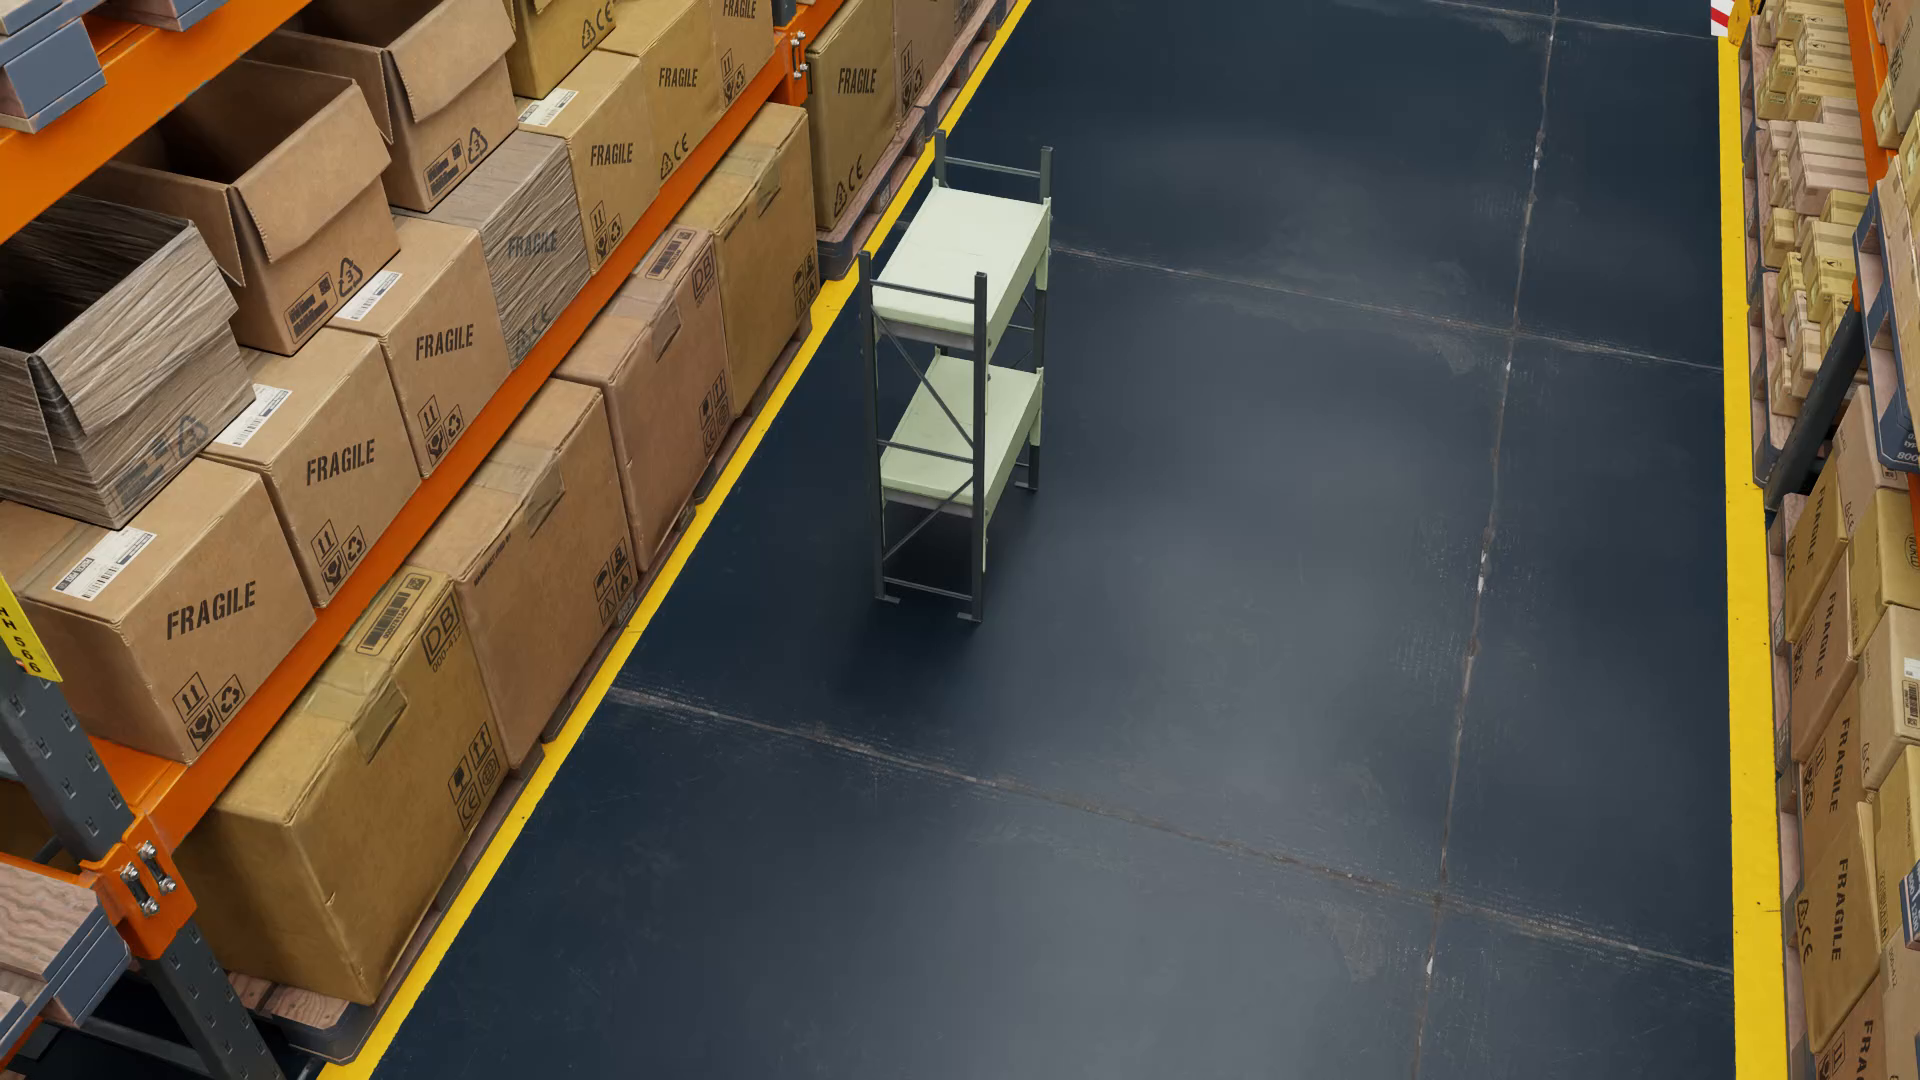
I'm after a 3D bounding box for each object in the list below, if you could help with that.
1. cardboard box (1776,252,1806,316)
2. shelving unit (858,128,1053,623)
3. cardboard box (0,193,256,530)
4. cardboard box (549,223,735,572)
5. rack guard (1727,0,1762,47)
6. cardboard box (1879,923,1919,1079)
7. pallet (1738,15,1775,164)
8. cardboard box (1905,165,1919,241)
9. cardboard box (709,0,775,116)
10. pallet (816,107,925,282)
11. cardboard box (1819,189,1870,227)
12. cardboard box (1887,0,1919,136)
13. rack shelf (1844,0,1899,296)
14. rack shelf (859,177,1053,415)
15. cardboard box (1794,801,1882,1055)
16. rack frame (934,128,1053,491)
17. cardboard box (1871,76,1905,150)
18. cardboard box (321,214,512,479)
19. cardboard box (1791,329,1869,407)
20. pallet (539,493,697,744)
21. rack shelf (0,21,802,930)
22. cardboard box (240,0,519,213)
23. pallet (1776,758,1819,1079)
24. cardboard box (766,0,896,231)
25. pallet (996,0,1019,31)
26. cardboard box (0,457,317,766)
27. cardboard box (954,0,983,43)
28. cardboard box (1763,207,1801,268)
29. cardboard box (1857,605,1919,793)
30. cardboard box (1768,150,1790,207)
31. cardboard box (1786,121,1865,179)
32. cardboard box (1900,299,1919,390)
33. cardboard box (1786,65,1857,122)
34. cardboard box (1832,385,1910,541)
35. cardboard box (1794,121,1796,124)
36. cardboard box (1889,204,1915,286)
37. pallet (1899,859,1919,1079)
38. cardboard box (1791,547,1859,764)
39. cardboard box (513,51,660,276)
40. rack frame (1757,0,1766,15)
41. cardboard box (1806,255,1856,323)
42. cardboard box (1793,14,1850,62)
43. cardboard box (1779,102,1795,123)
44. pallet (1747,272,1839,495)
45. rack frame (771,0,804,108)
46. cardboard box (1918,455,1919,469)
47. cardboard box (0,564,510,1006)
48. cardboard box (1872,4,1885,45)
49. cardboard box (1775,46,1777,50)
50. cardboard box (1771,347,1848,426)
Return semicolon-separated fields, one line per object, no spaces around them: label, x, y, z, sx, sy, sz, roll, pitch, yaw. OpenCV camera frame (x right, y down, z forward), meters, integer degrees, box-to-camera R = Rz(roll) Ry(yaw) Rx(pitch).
cardboard box;3.497;-0.998;6.650;0.380;0.149;0.250;11;45;11
shelving unit;-0.002;-0.532;5.721;0.431;1.500;0.755;13;46;12
cardboard box;-2.100;-0.447;3.774;0.797;0.503;0.637;14;46;14
cardboard box;-1.571;-0.599;5.937;1.225;0.875;0.875;11;45;11
rack guard;4.759;-2.840;8.794;1.175;0.500;0.348;13;46;13
cardboard box;2.459;1.174;3.857;0.500;0.250;0.500;13;46;13
pallet;4.479;-2.202;8.350;1.003;0.211;1.213;13;46;13
cardboard box;2.936;-0.946;4.738;0.380;0.149;0.250;12;46;12
cardboard box;-1.007;-1.901;5.977;0.500;0.500;0.500;13;46;13
pallet;-0.821;-1.729;7.866;1.003;0.211;1.213;13;46;13
cardboard box;3.691;-1.256;6.702;0.380;0.149;0.250;14;46;14
cardboard box;3.448;-1.642;5.499;0.500;0.500;0.500;13;46;13
rack shelf;4.176;-2.193;6.861;1.077;0.370;4.000;13;46;13
rack shelf;-0.002;-0.811;5.448;0.431;0.370;0.720;13;46;12
cardboard box;2.615;1.097;4.471;0.500;0.500;0.500;11;45;11
rack frame;0.109;-0.776;5.970;0.400;1.500;0.023;13;46;12
cardboard box;3.408;-1.462;5.779;0.380;0.149;0.250;11;46;11
cardboard box;-1.625;-0.558;4.604;0.500;0.500;0.500;12;46;12
cardboard box;3.363;-0.632;6.277;0.380;0.149;0.250;13;46;13
pallet;-1.655;0.108;5.989;1.003;0.211;1.213;13;46;13
rack shelf;-1.732;-0.645;5.279;1.077;0.370;4.000;13;46;13
cardboard box;-1.704;-1.329;4.675;0.797;0.503;0.637;14;46;14
pallet;2.968;1.214;4.858;1.003;0.211;1.213;13;46;13
cardboard box;-0.850;-2.049;7.418;0.875;0.875;0.875;13;46;13
pallet;-0.082;-3.355;9.528;1.003;0.211;1.213;13;46;13
cardboard box;-1.931;0.129;3.902;0.500;0.500;0.500;14;46;14
cardboard box;-0.308;-3.242;8.637;0.875;0.875;0.875;13;46;13
cardboard box;3.678;-1.272;7.143;0.380;0.149;0.250;12;46;12
cardboard box;2.777;0.489;4.556;0.500;0.250;0.500;14;46;14
cardboard box;3.862;-1.599;7.478;0.380;0.149;0.250;13;46;13
cardboard box;3.755;-1.638;7.092;0.380;0.149;0.250;11;45;11
cardboard box;2.778;-0.494;4.489;0.380;0.149;0.250;13;46;13
cardboard box;3.920;-1.969;7.430;0.380;0.149;0.250;13;46;13
cardboard box;3.095;-0.205;5.266;0.500;0.250;0.500;11;45;11
cardboard box;4.081;-2.029;7.704;0.380;0.149;0.250;11;45;11
cardboard box;2.934;-0.826;4.829;0.380;0.149;0.250;13;46;13
pallet;2.473;1.120;3.098;1.213;0.211;1.003;13;46;13
cardboard box;2.935;0.415;5.168;0.500;0.500;0.500;14;46;14
cardboard box;-1.315;-1.223;5.284;0.500;0.500;0.500;12;46;12
rack frame;4.782;-3.784;7.972;1.000;3.000;0.127;13;46;13
cardboard box;3.470;-0.932;6.371;0.380;0.149;0.250;13;46;13
cardboard box;4.136;-2.317;7.786;0.380;0.149;0.250;10;45;11
cardboard box;4.080;-1.937;7.823;0.380;0.149;0.250;13;46;13
pallet;3.740;-0.576;6.688;1.003;0.211;1.213;13;46;13
rack frame;-1.126;-2.235;6.390;1.000;3.000;0.127;13;46;13
cardboard box;2.622;-0.141;4.129;0.380;0.149;0.250;12;46;12
cardboard box;-2.108;0.585;4.727;1.225;0.875;0.875;11;45;11
cardboard box;3.701;-1.982;6.310;0.380;0.149;0.250;11;45;11
cardboard box;4.317;-2.442;8.338;0.380;0.149;0.250;12;46;12
cardboard box;3.365;-0.582;6.438;0.380;0.149;0.250;13;46;13
